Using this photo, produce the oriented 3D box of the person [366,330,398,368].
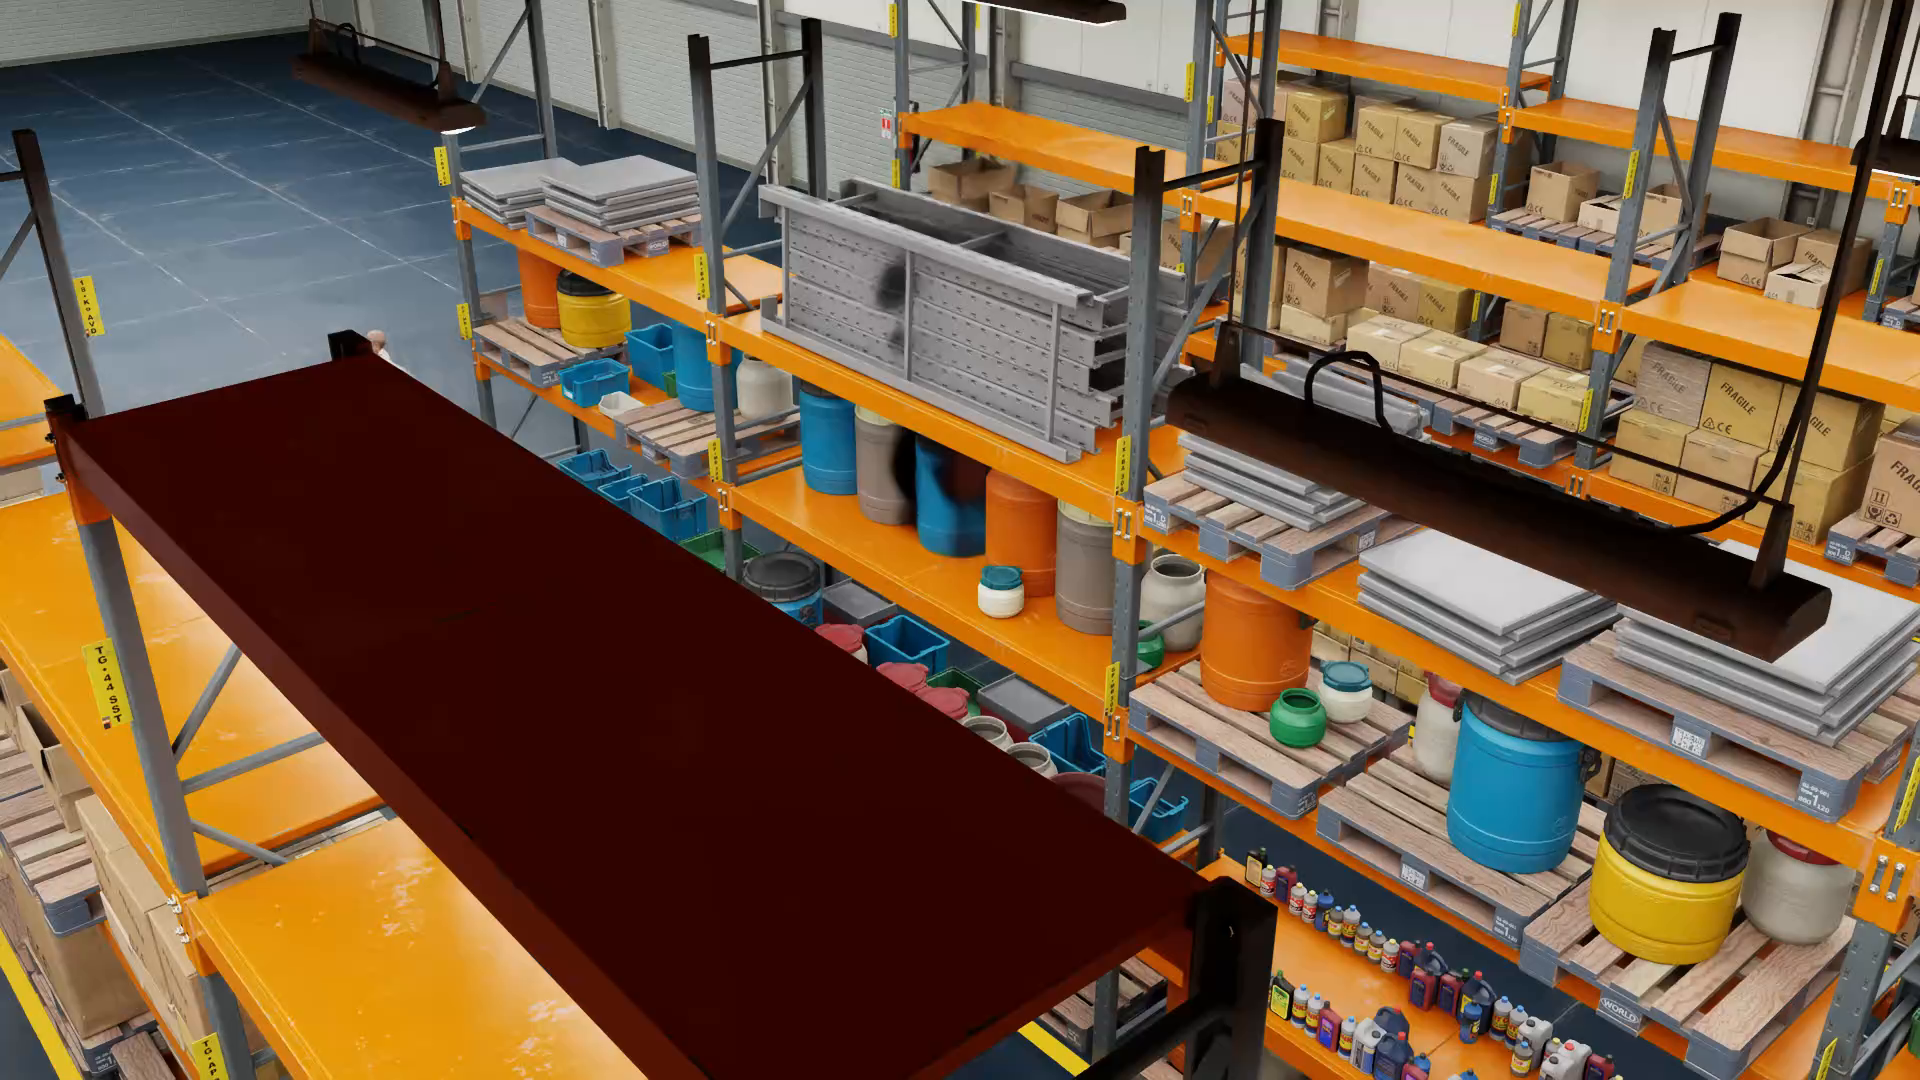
[{"bbox_3d":[-6.502,-1.443,18.571,0.673,1.679,0.694,-8,28,-15],"label":"person"}]
